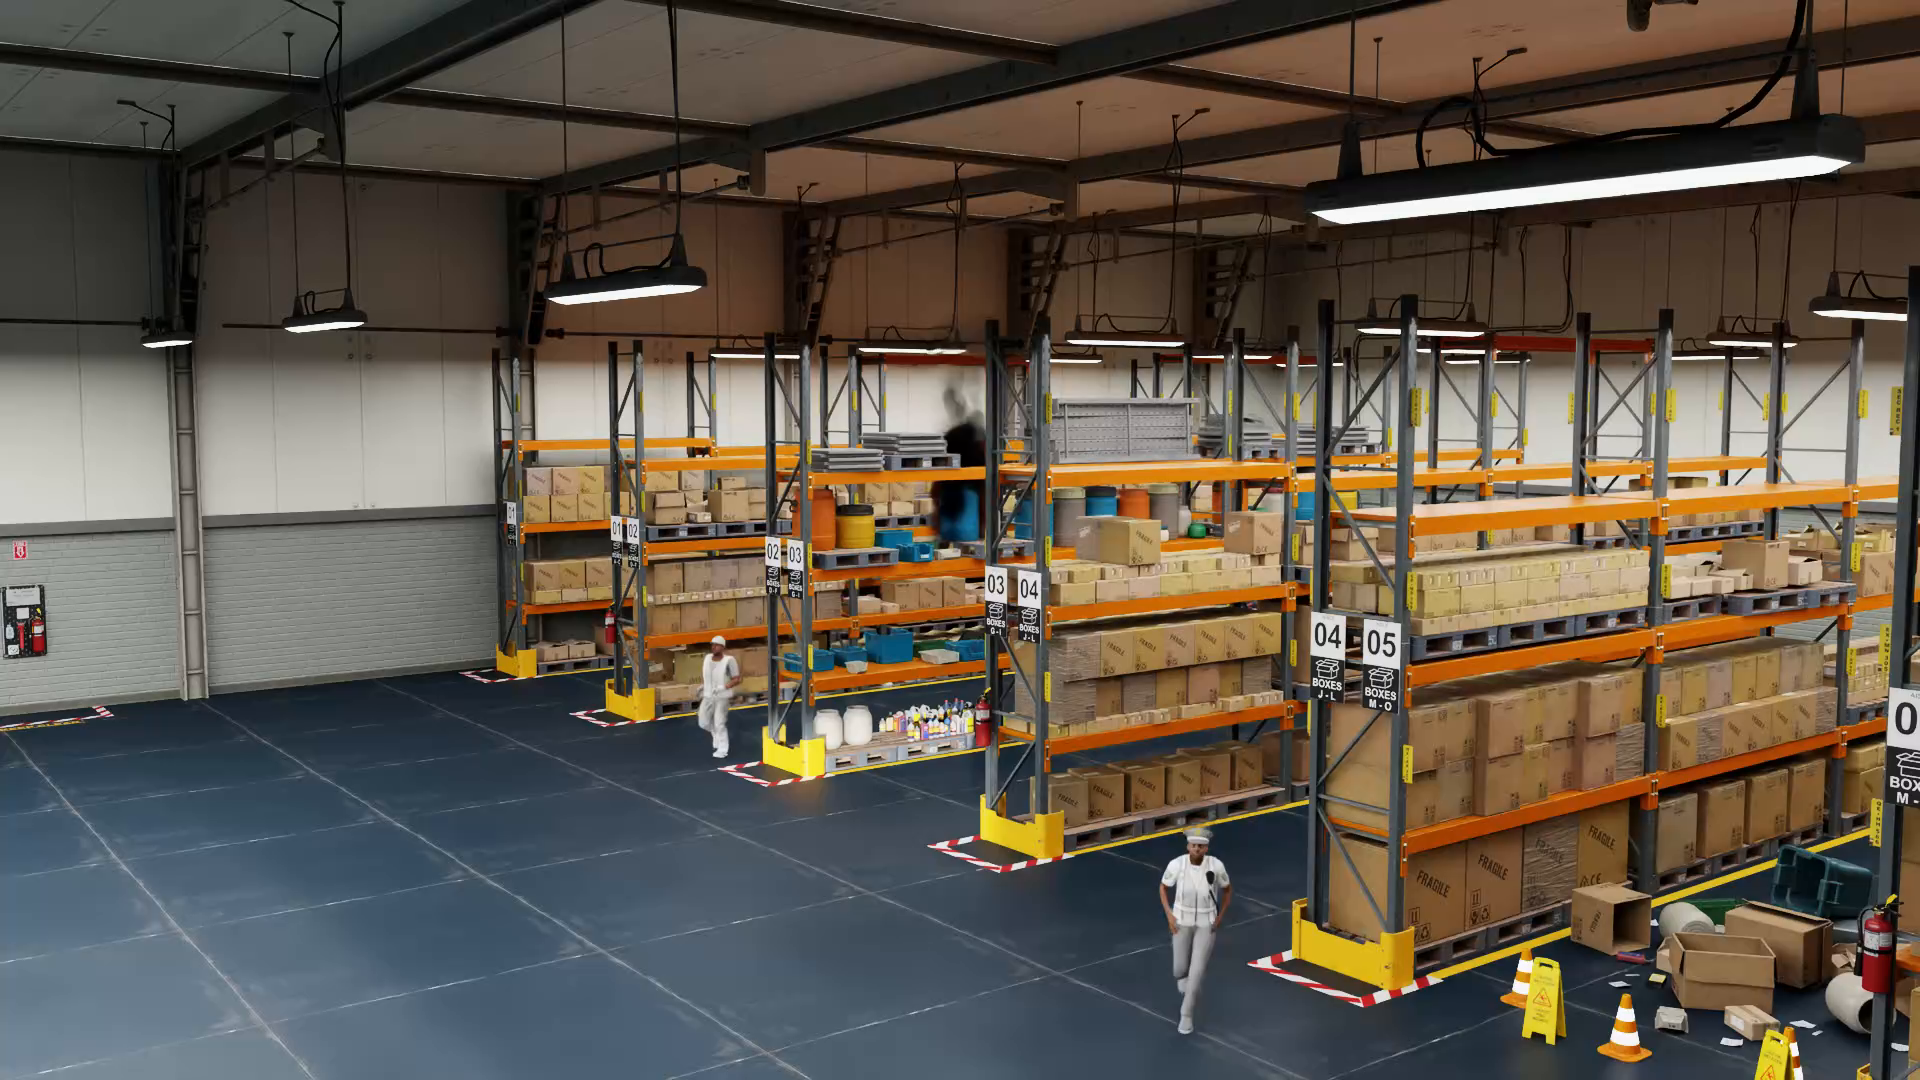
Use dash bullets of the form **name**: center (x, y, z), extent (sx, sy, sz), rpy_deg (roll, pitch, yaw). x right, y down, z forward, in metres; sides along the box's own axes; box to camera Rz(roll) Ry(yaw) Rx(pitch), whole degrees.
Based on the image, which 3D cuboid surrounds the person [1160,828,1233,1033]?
- **person**: center (1.944, 3.148, 13.711), extent (0.598, 1.670, 0.659), rpy_deg (1, 5, 8)

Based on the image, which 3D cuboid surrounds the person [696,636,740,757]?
- **person**: center (-3.458, 2.225, 23.599), extent (0.682, 1.732, 0.584), rpy_deg (2, 5, 23)

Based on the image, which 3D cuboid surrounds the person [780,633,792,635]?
- **person**: center (-3.217, 1.614, 30.446), extent (0.675, 1.746, 0.771), rpy_deg (5, 7, 43)
